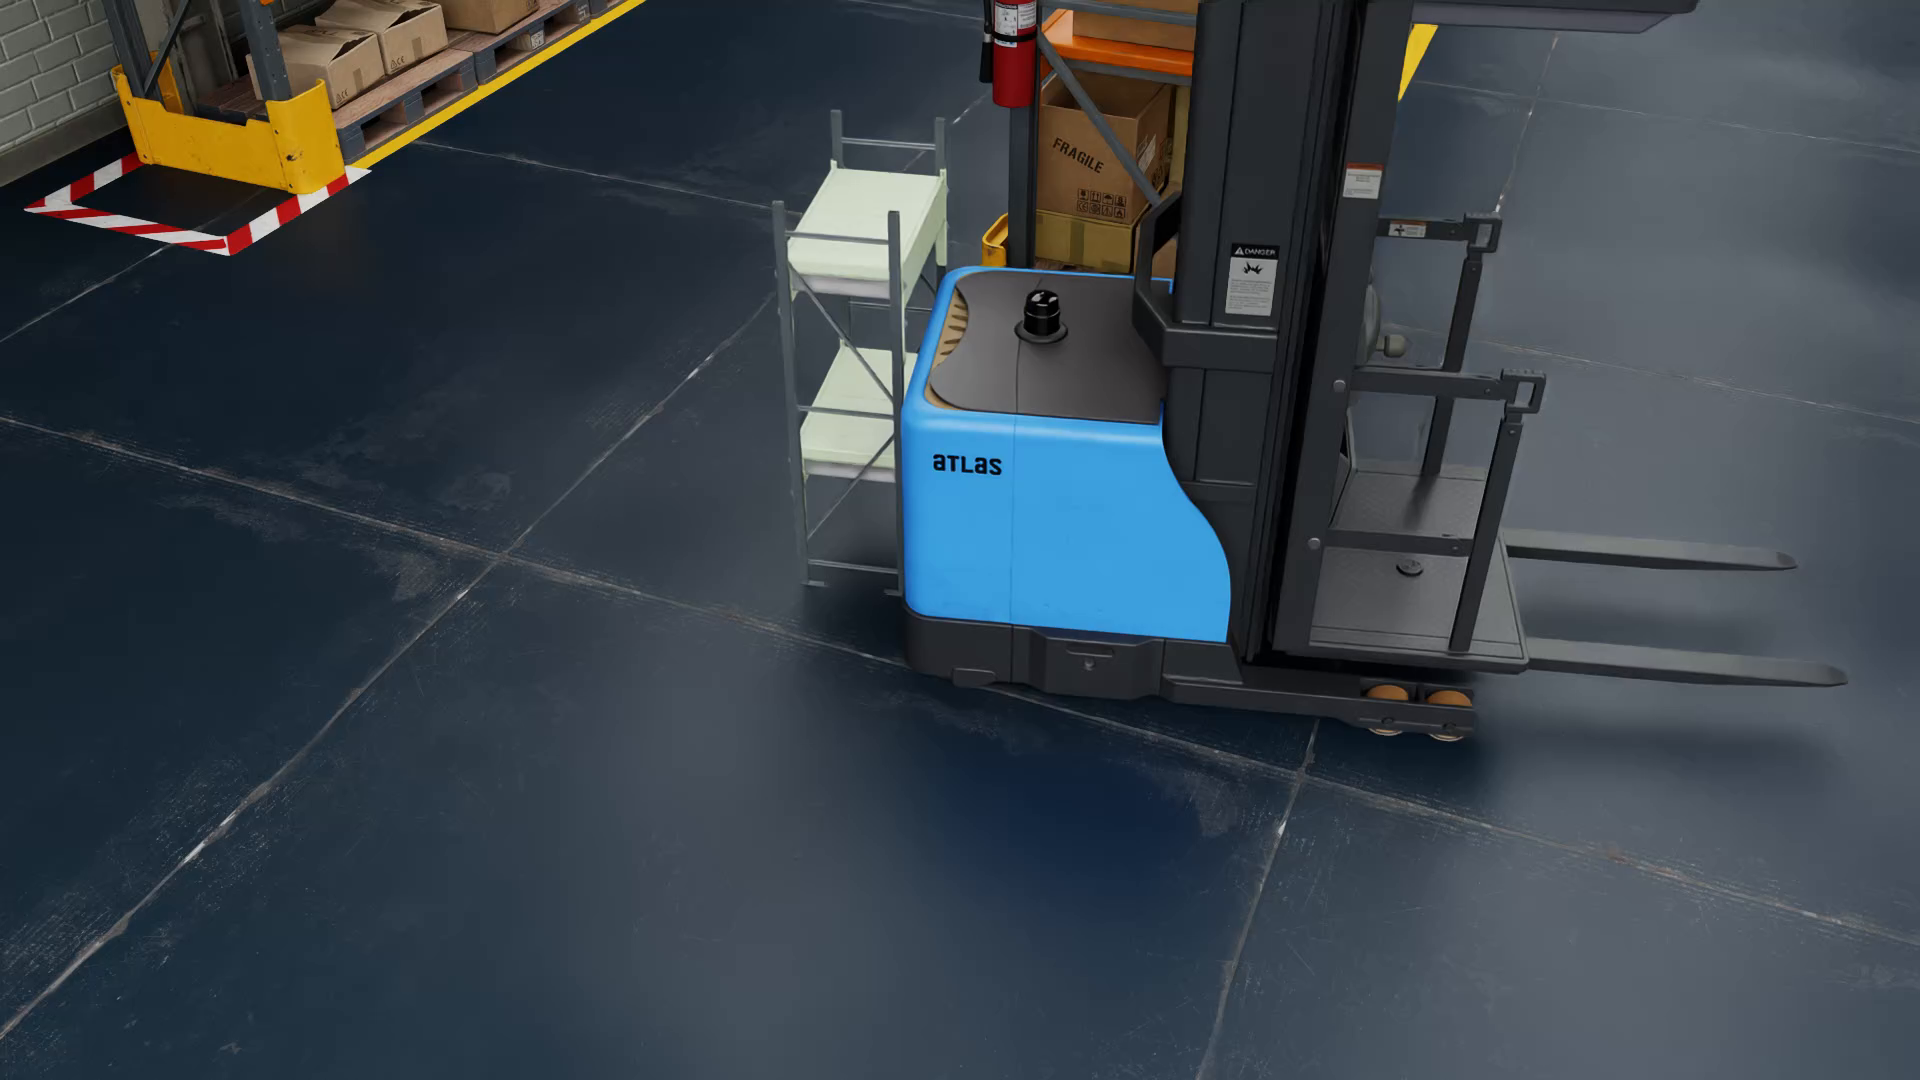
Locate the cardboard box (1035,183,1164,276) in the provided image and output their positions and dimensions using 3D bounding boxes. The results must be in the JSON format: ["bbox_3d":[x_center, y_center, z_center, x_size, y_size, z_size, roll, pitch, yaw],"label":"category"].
[{"bbox_3d":[0.621,-1.478,7.668,0.500,0.250,0.500,14,39,18],"label":"cardboard box"}]

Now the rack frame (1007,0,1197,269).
[{"bbox_3d":[0.691,-2.047,6.483,1.000,3.000,0.127,14,39,18],"label":"rack frame"}]

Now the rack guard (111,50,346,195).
[{"bbox_3d":[-3.863,-2.214,8.795,1.175,0.500,0.348,14,39,18],"label":"rack guard"}]

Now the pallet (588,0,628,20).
[{"bbox_3d":[-2.593,-3.891,11.279,1.003,0.211,1.213,14,39,18],"label":"pallet"}]

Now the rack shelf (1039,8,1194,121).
[{"bbox_3d":[1.451,-2.866,8.180,1.077,0.370,4.000,14,39,18],"label":"rack shelf"}]

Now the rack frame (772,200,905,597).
[{"bbox_3d":[-0.383,-0.423,5.564,0.400,1.500,0.023,6,37,9],"label":"rack frame"}]

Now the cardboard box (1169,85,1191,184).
[{"bbox_3d":[1.289,-1.938,7.656,0.500,0.500,0.500,14,39,18],"label":"cardboard box"}]

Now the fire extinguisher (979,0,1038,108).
[{"bbox_3d":[0.216,-2.056,6.560,0.296,0.674,0.183,14,39,18],"label":"fire extinguisher"}]

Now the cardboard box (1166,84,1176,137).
[{"bbox_3d":[0.986,-2.336,8.189,0.500,0.500,0.500,14,39,18],"label":"cardboard box"}]

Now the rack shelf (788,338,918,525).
[{"bbox_3d":[-0.315,-0.377,6.047,0.431,0.370,0.720,6,37,9],"label":"rack shelf"}]

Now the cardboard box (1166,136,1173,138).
[{"bbox_3d":[0.989,-2.035,8.413,0.500,0.250,0.500,14,39,18],"label":"cardboard box"}]

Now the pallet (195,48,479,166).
[{"bbox_3d":[-3.521,-2.540,9.472,1.003,0.211,1.213,14,39,18],"label":"pallet"}]

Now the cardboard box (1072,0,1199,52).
[{"bbox_3d":[0.880,-2.342,6.795,0.700,0.500,0.500,14,39,18],"label":"cardboard box"}]

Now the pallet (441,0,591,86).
[{"bbox_3d":[-3.056,-3.213,10.373,1.003,0.211,1.213,14,39,18],"label":"pallet"}]

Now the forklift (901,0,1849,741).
[{"bbox_3d":[1.365,-0.864,4.958,3.031,2.935,1.130,5,37,6],"label":"forklift"}]

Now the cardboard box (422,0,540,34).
[{"bbox_3d":[-3.003,-3.421,10.042,0.700,0.500,0.500,11,38,15],"label":"cardboard box"}]

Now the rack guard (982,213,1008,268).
[{"bbox_3d":[0.681,-1.032,7.214,1.175,0.500,0.348,14,39,18],"label":"rack guard"}]

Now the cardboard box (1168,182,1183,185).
[{"bbox_3d":[1.287,-1.638,7.881,0.500,0.250,0.500,14,39,18],"label":"cardboard box"}]

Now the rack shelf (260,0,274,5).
[{"bbox_3d":[-3.131,-3.992,9.687,1.077,0.370,4.000,14,39,18],"label":"rack shelf"}]

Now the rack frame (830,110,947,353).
[{"bbox_3d":[-0.247,-0.854,6.140,0.400,1.500,0.023,6,37,9],"label":"rack frame"}]

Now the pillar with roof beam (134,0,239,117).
[{"bbox_3d":[-0.444,-5.180,5.664,9.100,9.000,0.400,14,39,18],"label":"pillar with roof beam"}]

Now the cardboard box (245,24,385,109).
[{"bbox_3d":[-3.546,-2.635,9.148,0.500,0.311,0.500,10,38,13],"label":"cardboard box"}]

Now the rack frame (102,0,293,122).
[{"bbox_3d":[-3.892,-3.173,7.990,1.000,3.000,0.127,14,39,18],"label":"rack frame"}]

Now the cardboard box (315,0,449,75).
[{"bbox_3d":[-3.329,-2.951,9.571,0.500,0.311,0.500,17,40,21],"label":"cardboard box"}]

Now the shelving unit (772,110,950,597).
[{"bbox_3d":[-0.315,-0.639,5.852,0.431,1.500,0.755,6,37,9],"label":"shelving unit"}]

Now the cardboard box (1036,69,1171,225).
[{"bbox_3d":[0.619,-1.779,7.444,0.500,0.500,0.500,14,39,18],"label":"cardboard box"}]

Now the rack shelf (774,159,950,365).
[{"bbox_3d":[-0.315,-0.951,5.618,0.431,0.370,0.720,6,37,9],"label":"rack shelf"}]

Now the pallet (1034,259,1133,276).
[{"bbox_3d":[0.943,-1.363,7.897,1.003,0.211,1.213,14,39,18],"label":"pallet"}]

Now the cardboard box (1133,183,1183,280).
[{"bbox_3d":[1.100,-1.360,7.510,0.500,0.250,0.500,14,39,18],"label":"cardboard box"}]

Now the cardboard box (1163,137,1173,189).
[{"bbox_3d":[0.800,-1.757,8.042,0.500,0.250,0.500,14,39,18],"label":"cardboard box"}]
